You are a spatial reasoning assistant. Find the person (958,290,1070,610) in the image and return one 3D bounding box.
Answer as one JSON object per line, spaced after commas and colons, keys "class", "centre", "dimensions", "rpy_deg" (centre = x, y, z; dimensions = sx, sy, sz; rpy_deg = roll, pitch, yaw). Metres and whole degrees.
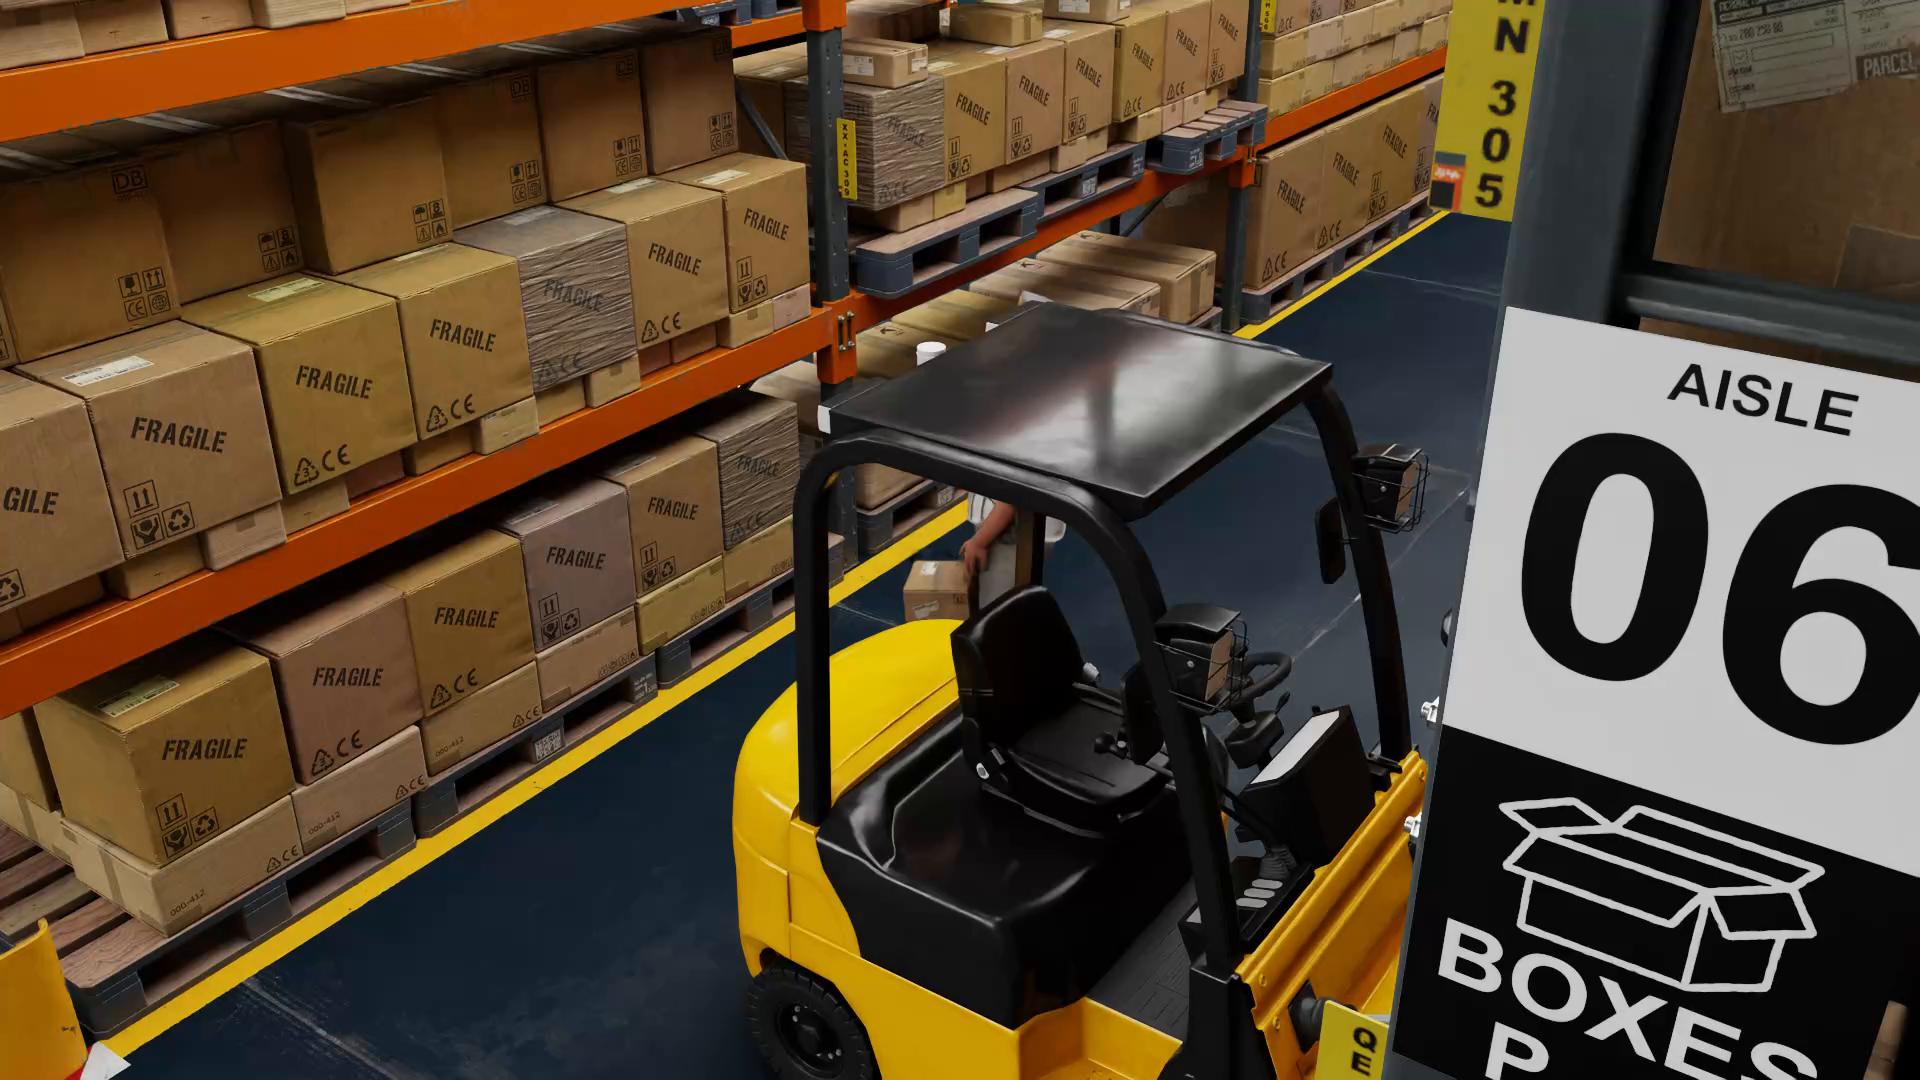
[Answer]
{"class": "person", "centre": [0.140, -0.096, 6.245], "dimensions": [0.571, 1.783, 0.609], "rpy_deg": [5, 27, 9]}
